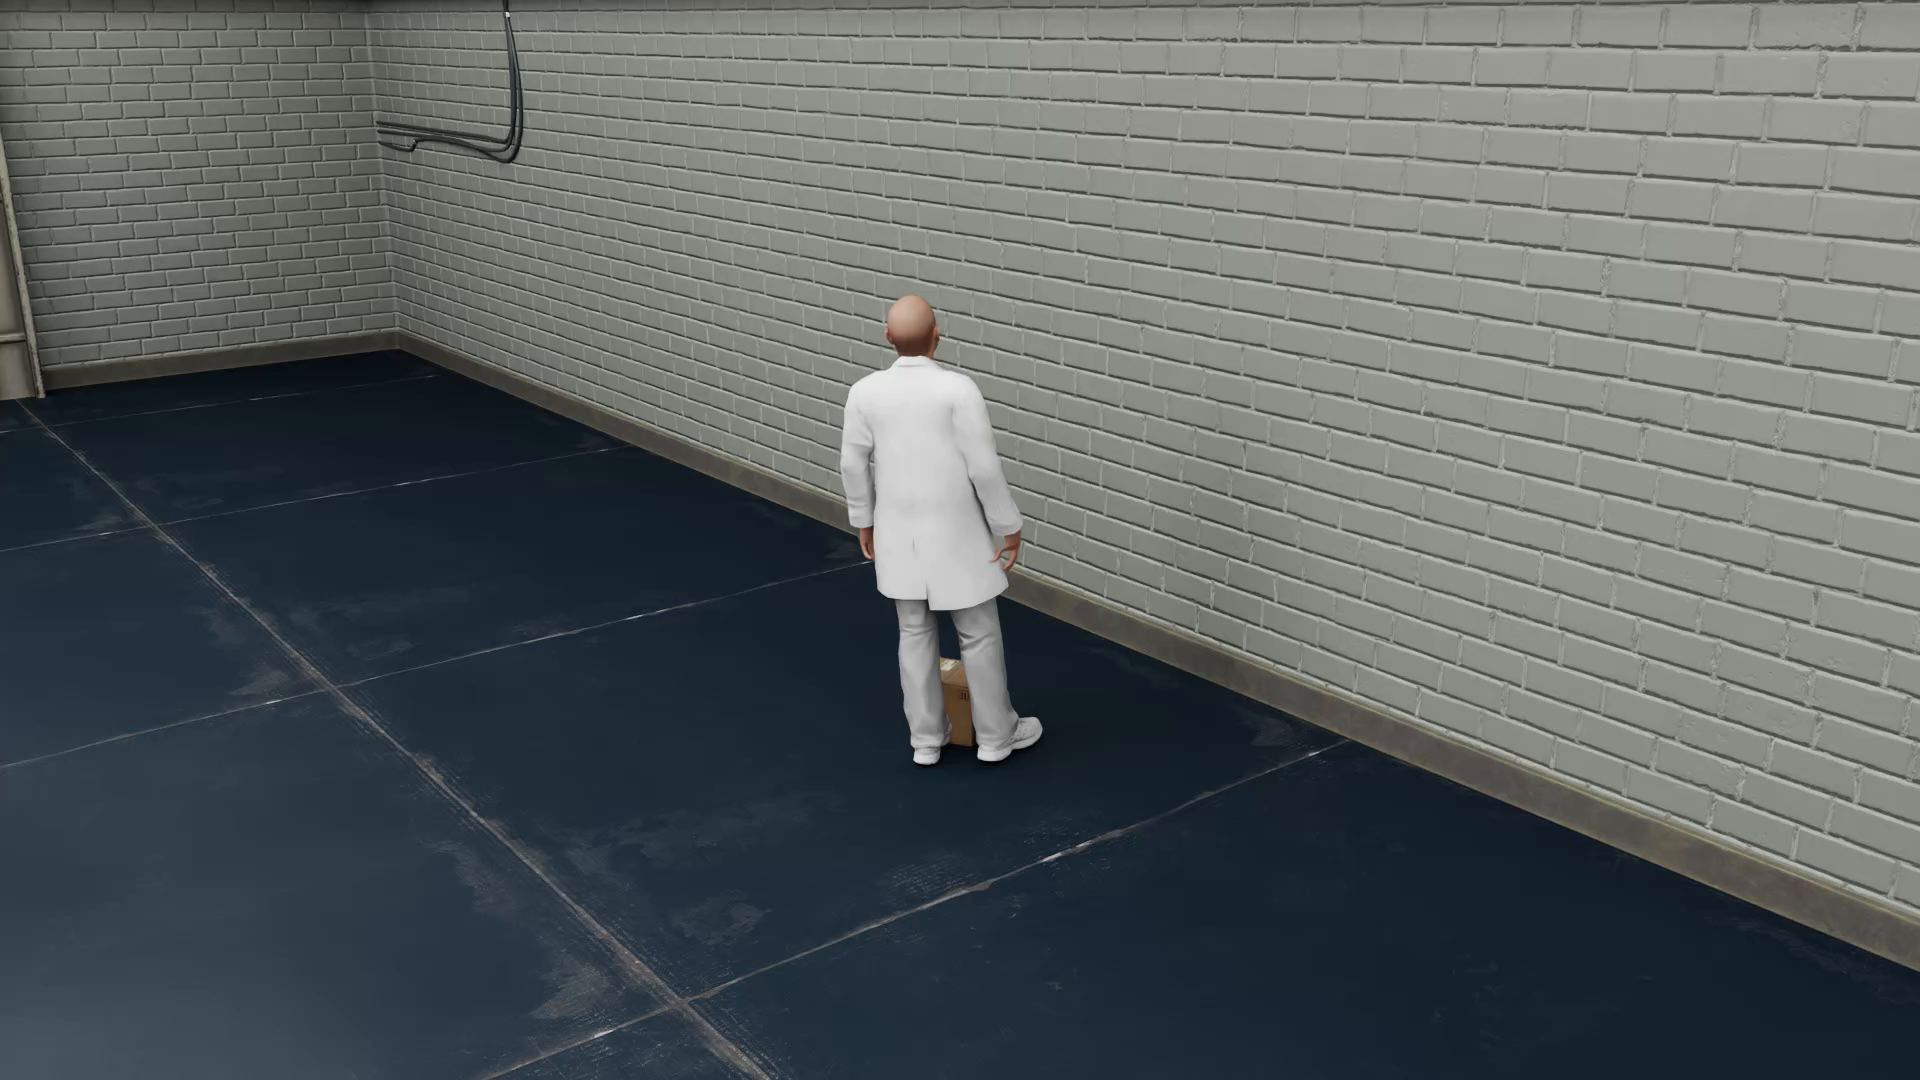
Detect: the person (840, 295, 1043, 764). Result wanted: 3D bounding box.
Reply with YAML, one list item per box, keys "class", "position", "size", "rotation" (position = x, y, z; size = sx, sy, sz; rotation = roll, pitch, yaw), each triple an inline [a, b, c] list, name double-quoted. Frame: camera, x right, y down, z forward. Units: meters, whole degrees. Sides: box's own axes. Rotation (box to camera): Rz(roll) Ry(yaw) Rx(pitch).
- class: "person"
  position: [-0.067, -0.042, 6.181]
  size: [0.694, 1.776, 0.582]
  rotation: [7, 19, 22]
